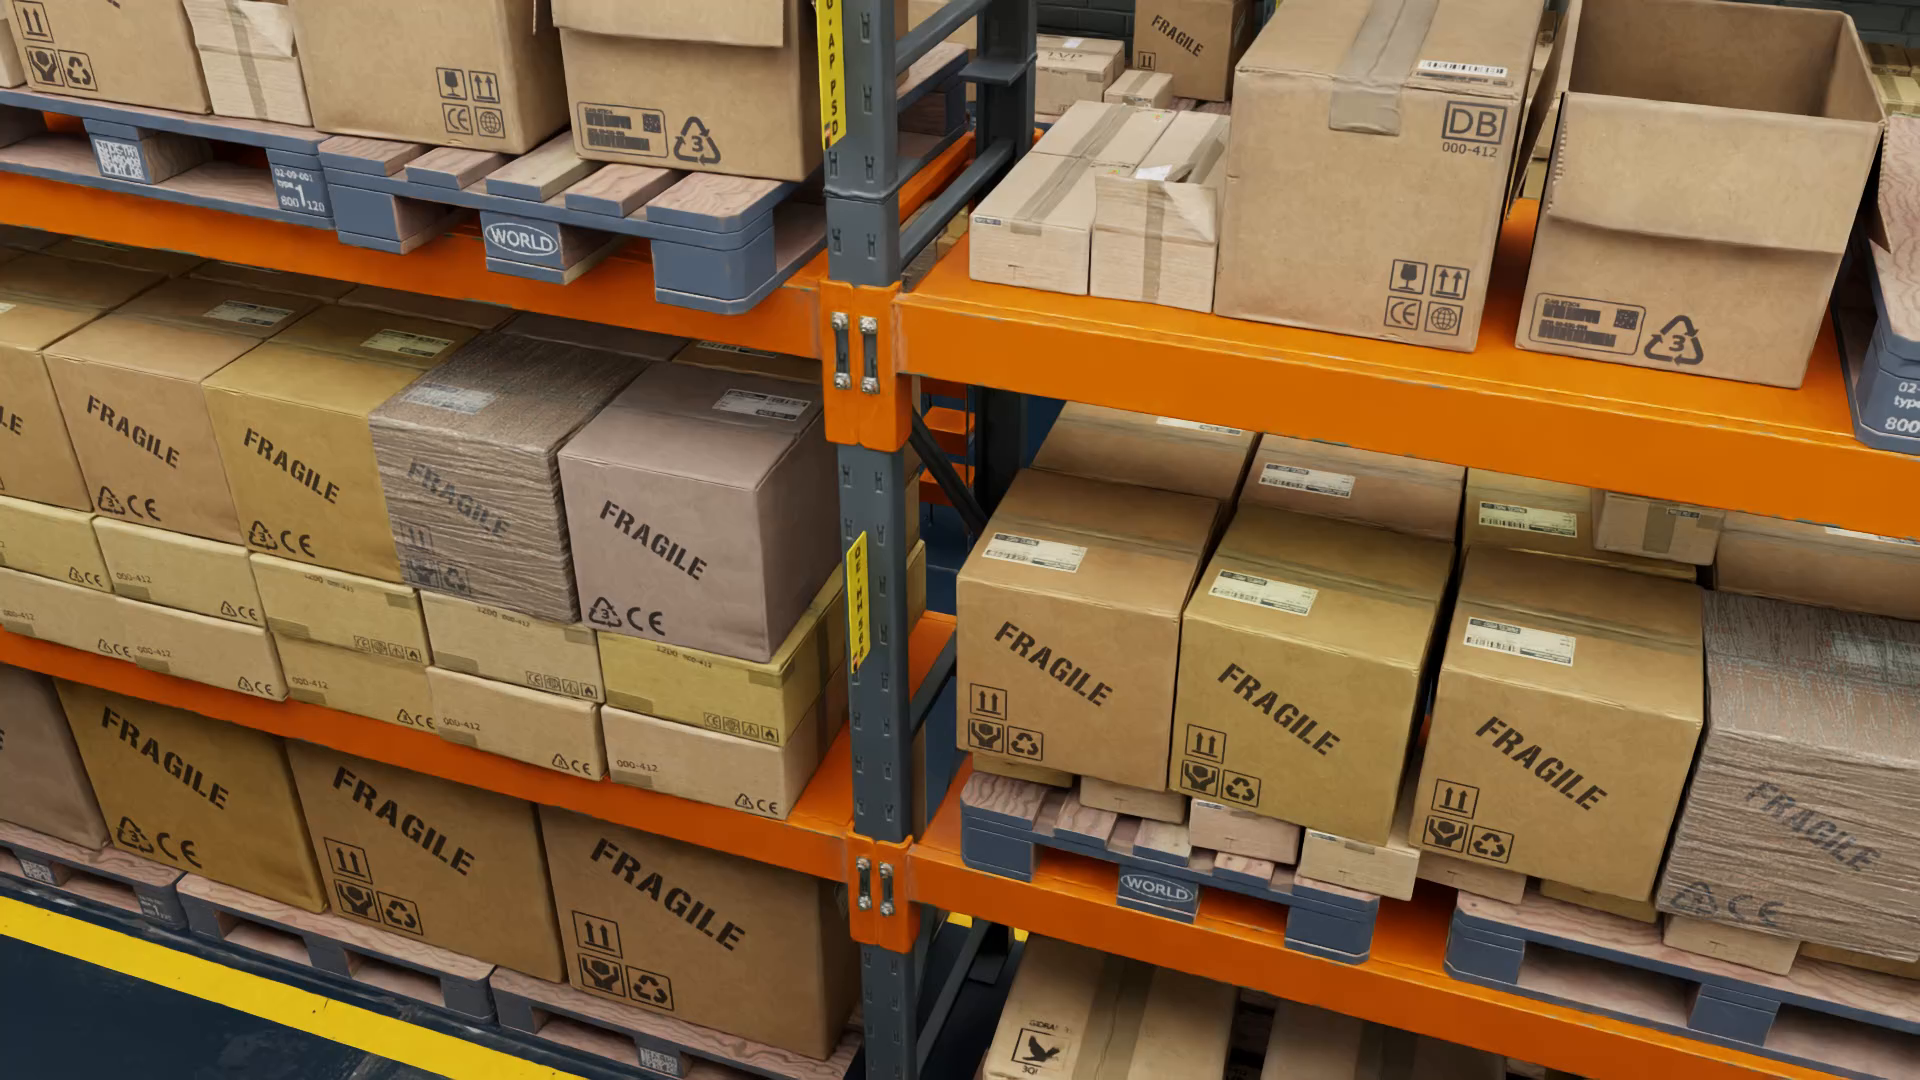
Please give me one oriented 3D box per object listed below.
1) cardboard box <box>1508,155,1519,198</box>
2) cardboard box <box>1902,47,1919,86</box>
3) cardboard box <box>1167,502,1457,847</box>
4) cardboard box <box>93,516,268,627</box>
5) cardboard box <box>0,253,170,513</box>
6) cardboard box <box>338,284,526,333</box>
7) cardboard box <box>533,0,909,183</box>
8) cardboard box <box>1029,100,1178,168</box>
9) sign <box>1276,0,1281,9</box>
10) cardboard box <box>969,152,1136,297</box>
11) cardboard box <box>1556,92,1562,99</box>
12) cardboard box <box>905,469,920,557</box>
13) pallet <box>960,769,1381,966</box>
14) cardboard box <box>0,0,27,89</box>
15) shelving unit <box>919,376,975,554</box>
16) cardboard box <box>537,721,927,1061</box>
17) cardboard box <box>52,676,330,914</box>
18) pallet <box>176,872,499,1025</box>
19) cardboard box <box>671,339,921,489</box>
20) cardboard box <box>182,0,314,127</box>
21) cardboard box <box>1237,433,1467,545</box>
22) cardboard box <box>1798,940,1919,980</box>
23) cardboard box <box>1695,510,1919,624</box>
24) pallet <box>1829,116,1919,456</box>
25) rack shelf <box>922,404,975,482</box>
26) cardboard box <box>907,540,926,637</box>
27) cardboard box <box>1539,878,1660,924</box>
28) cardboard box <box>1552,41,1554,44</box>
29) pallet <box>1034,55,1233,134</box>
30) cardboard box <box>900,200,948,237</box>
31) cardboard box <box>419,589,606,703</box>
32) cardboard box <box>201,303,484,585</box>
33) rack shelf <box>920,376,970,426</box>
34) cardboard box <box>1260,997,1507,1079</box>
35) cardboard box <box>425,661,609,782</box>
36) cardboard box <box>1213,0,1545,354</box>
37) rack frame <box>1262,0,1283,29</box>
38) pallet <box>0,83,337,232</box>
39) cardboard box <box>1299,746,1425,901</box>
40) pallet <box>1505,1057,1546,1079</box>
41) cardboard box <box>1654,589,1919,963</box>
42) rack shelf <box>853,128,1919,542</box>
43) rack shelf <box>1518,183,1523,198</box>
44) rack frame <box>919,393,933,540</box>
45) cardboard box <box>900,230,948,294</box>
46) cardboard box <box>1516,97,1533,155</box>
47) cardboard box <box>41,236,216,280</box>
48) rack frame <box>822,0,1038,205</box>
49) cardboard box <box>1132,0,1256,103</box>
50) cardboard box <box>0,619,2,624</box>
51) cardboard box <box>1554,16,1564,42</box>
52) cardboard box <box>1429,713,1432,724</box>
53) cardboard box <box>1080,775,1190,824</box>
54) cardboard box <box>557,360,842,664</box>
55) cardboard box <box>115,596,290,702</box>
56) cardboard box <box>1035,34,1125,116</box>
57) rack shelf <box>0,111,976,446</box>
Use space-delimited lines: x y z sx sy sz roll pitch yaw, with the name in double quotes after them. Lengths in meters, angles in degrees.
2.437 -1.829 7.955 0.500 0.250 0.500 10 34 15 "cardboard box"
4.420 -2.107 7.557 0.250 0.149 0.380 11 34 16 "cardboard box"
0.798 0.292 3.779 0.500 0.500 0.500 13 35 19 "cardboard box"
-2.044 -0.033 4.713 0.500 0.250 0.500 10 34 15 "cardboard box"
-2.530 -0.452 4.670 0.500 0.500 0.500 10 34 15 "cardboard box"
-1.375 -0.522 4.780 0.500 0.500 0.500 12 35 18 "cardboard box"
-0.447 -1.129 3.485 0.637 0.503 0.797 9 34 14 "cardboard box"
0.327 -0.861 3.784 0.250 0.149 0.380 11 34 16 "cardboard box"
1.456 -2.366 7.655 0.005 0.325 0.100 11 34 16 "sign"
0.198 -0.667 3.484 0.250 0.149 0.380 11 34 16 "cardboard box"
2.830 -2.144 7.615 0.250 0.149 0.380 11 35 17 "cardboard box"
-0.435 -0.023 4.697 0.500 0.250 0.500 11 34 16 "cardboard box"
0.666 0.500 4.387 1.003 0.211 1.213 11 34 16 "pallet"
-2.204 -1.256 3.901 0.258 0.266 0.396 14 35 20 "cardboard box"
-0.050 -0.451 7.480 0.252 1.050 0.215 11 34 16 "shelving unit"
-0.663 0.891 5.177 0.875 0.875 0.875 11 34 16 "cardboard box"
-2.343 0.561 5.687 0.875 0.875 0.875 12 35 18 "cardboard box"
-1.902 1.108 5.840 1.213 0.211 1.003 11 34 16 "pallet"
-0.423 -0.334 4.488 0.500 0.500 0.500 10 34 15 "cardboard box"
-1.455 -1.110 3.676 0.258 0.266 0.396 10 34 15 "cardboard box"
0.971 0.030 4.185 0.500 0.500 0.500 10 34 16 "cardboard box"
1.978 0.756 3.658 0.250 0.149 0.380 10 34 15 "cardboard box"
1.960 0.222 3.887 0.500 0.500 0.500 10 34 15 "cardboard box"
2.202 -0.462 3.107 1.003 0.211 1.213 11 34 16 "pallet"
-0.050 -0.442 7.486 0.240 0.259 0.215 11 34 16 "rack shelf"
-0.417 0.188 4.831 0.500 0.250 0.500 10 34 16 "cardboard box"
1.483 0.666 3.797 0.250 0.149 0.380 12 35 18 "cardboard box"
3.099 -2.213 8.090 0.500 0.250 0.500 11 34 16 "cardboard box"
0.968 -2.200 8.568 1.003 0.211 1.213 11 34 16 "pallet"
-0.159 -1.809 9.106 0.250 0.149 0.380 9 34 14 "cardboard box"
-1.066 0.145 4.437 0.500 0.250 0.500 10 34 15 "cardboard box"
-1.567 -0.264 4.379 0.500 0.500 0.500 11 34 17 "cardboard box"
-0.050 -0.680 7.332 0.240 0.259 0.215 11 34 16 "rack shelf"
1.185 1.510 4.681 0.625 0.372 0.950 10 34 16 "cardboard box"
-1.091 0.361 4.564 0.500 0.250 0.500 12 35 17 "cardboard box"
0.848 -0.780 3.336 0.500 0.500 0.700 11 34 16 "cardboard box"
1.630 -2.192 8.380 0.127 3.000 1.000 11 34 16 "rack frame"
-1.719 -1.132 4.146 1.213 0.211 1.003 13 35 19 "pallet"
0.951 0.630 3.853 0.250 0.149 0.380 11 34 17 "cardboard box"
1.839 1.883 4.640 1.213 0.211 1.003 11 34 16 "pallet"
1.768 0.481 3.486 0.500 0.500 0.500 10 34 15 "cardboard box"
1.842 -0.249 3.268 4.000 0.370 1.077 11 34 16 "rack shelf"
3.513 -1.524 8.008 4.000 0.370 1.077 11 34 16 "rack shelf"
-0.165 -0.473 7.515 0.008 1.050 0.200 11 34 16 "rack frame"
-0.297 -1.563 9.323 0.500 0.500 0.500 10 34 15 "cardboard box"
2.436 -2.041 7.823 0.500 0.250 0.500 12 35 18 "cardboard box"
-2.341 -0.704 5.060 0.500 0.500 0.500 12 35 18 "cardboard box"
-0.041 -2.177 2.826 0.127 3.000 1.000 11 34 16 "rack frame"
1.198 -2.585 8.508 0.500 0.500 0.500 13 35 19 "cardboard box"
-2.994 -0.017 5.149 0.500 0.250 0.500 10 34 15 "cardboard box"
2.986 -2.384 7.987 0.250 0.149 0.380 11 34 16 "cardboard box"
1.374 0.341 4.301 0.250 0.149 0.380 12 35 17 "cardboard box"
0.457 0.496 4.062 0.250 0.149 0.380 9 34 14 "cardboard box"
-0.616 -0.080 4.094 0.500 0.500 0.500 10 34 15 "cardboard box"
-2.049 0.182 4.842 0.500 0.250 0.500 10 34 16 "cardboard box"
0.528 -2.333 8.350 0.500 0.250 0.500 9 34 14 "cardboard box"
-1.924 -0.981 4.401 4.000 0.370 1.077 11 34 16 "rack shelf"
